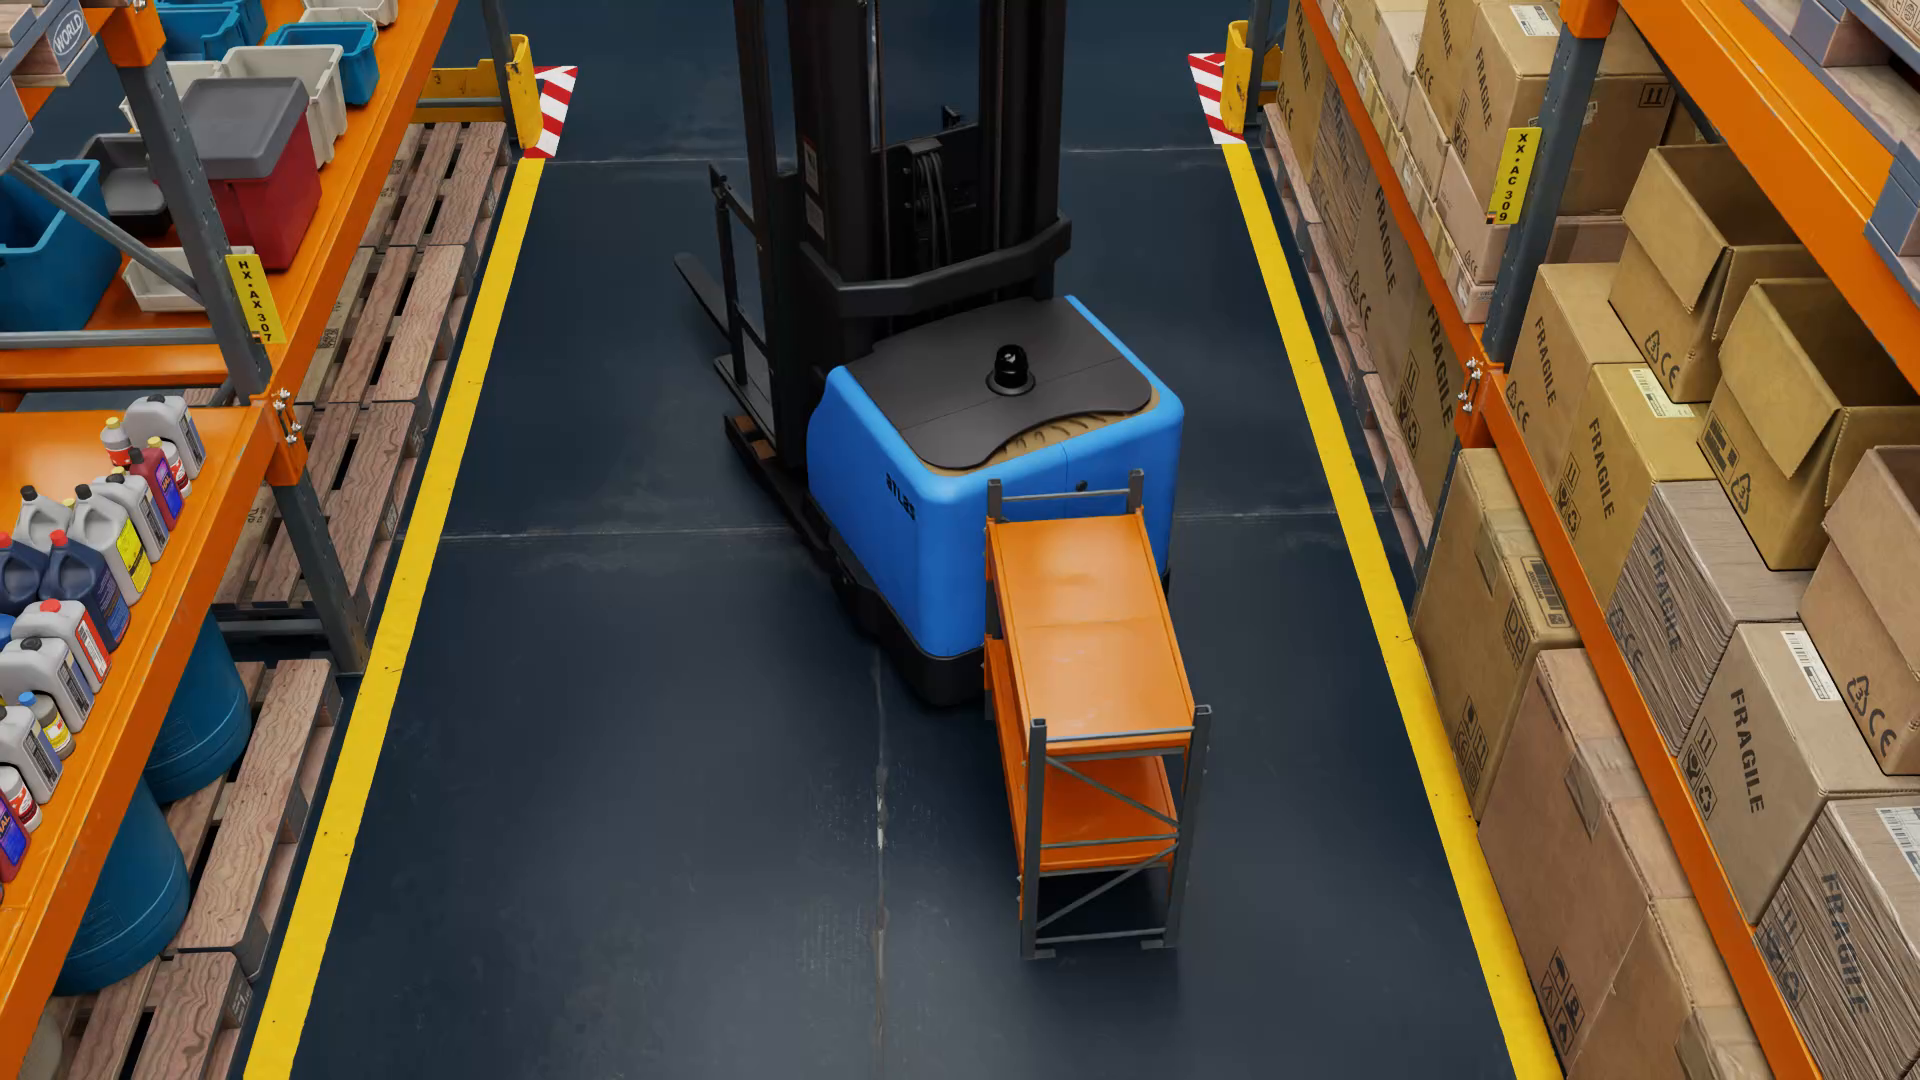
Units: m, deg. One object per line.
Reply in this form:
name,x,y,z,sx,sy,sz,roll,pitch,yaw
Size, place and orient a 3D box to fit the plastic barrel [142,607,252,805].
plastic barrel,-2.715,0.362,5.377,0.600,0.901,0.708,-2,43,-2

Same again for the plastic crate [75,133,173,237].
plastic crate,-3.037,-1.293,6.100,0.437,0.125,0.590,-2,43,-2

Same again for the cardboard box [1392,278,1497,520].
cardboard box,2.279,-0.586,6.431,0.875,0.875,0.875,-2,43,-2

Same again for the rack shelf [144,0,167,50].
rack shelf,-2.806,-2.815,5.914,1.077,0.370,4.000,-2,43,-2

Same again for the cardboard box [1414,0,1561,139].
cardboard box,1.923,-1.739,5.763,0.500,0.500,0.500,-1,43,-1

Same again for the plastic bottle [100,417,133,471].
plastic bottle,-2.505,-0.278,4.981,0.097,0.201,0.097,0,43,0

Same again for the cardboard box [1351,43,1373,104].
cardboard box,1.822,-1.910,6.800,0.380,0.149,0.250,-1,43,-1

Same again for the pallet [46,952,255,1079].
pallet,-2.675,1.751,4.683,1.003,0.211,1.213,-2,43,-2

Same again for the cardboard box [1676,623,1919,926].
cardboard box,2.067,0.540,3.867,0.500,0.500,0.500,-1,43,-1

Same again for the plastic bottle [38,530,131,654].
plastic bottle,-2.348,0.130,4.425,0.144,0.351,0.185,-2,43,-2

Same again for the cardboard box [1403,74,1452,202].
cardboard box,1.922,-1.461,6.015,0.500,0.250,0.500,0,43,-1

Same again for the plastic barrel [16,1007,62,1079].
plastic barrel,-2.751,1.367,4.569,0.421,0.512,0.421,0,43,0

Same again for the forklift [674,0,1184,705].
forklift,-0.352,-1.474,6.189,1.130,2.935,3.031,-20,46,-20

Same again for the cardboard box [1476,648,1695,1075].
cardboard box,2.313,0.896,4.814,1.225,0.875,0.875,-3,43,-3

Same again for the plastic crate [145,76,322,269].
plastic crate,-2.509,-1.280,5.835,0.402,0.464,0.583,-2,43,-2

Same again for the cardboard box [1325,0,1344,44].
cardboard box,1.800,-2.257,7.179,0.380,0.149,0.250,-2,43,-2

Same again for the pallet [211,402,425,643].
pallet,-2.791,-0.092,6.694,1.003,0.211,1.213,-2,43,-2

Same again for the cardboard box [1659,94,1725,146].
cardboard box,2.462,-1.428,5.424,0.500,0.500,0.500,-2,43,-2

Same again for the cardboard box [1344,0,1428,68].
cardboard box,1.882,-2.147,6.764,0.500,0.250,0.500,-2,43,-3

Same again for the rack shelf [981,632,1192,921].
rack shelf,0.391,0.735,5.477,0.538,0.278,1.000,-4,43,-4

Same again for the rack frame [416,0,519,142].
rack frame,-2.891,-3.325,8.158,1.000,3.000,0.127,-2,43,-2

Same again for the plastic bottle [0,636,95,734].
plastic bottle,-2.339,0.356,4.234,0.152,0.276,0.135,-2,43,-2

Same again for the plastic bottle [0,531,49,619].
plastic bottle,-2.492,0.134,4.421,0.144,0.351,0.185,-2,43,-2

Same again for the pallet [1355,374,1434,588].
pallet,2.273,-0.254,6.871,1.003,0.211,1.213,-2,43,-2

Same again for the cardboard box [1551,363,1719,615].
cardboard box,2.019,-0.146,4.616,0.500,0.500,0.500,-2,43,-2

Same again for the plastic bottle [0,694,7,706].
plastic bottle,-2.463,0.374,4.218,0.097,0.271,0.097,0,43,0

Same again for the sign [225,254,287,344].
sign,-2.172,-0.741,5.134,0.100,0.325,0.005,-2,43,-2

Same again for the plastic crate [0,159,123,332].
plastic crate,-3.082,-0.946,5.530,0.392,0.384,0.575,-2,43,-2

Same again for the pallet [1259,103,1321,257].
pallet,2.169,-1.902,8.668,1.003,0.211,1.213,-2,43,-2

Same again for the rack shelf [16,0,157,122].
rack shelf,-2.636,-0.115,2.968,1.077,0.370,4.000,-2,43,-2

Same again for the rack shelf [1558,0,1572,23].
rack shelf,2.142,-2.957,6.069,1.077,0.370,4.000,-2,43,-2

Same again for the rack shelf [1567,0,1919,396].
rack shelf,2.312,-0.257,3.123,1.077,0.370,4.000,-2,43,-2

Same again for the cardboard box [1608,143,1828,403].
cardboard box,2.263,-0.742,4.524,0.797,0.503,0.637,-3,43,-3

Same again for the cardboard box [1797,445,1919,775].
cardboard box,2.322,0.140,3.561,0.797,0.503,0.637,0,43,0

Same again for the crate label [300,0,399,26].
crate label,-2.642,-2.321,7.213,0.396,0.136,0.243,-2,43,-2

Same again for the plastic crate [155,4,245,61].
plastic crate,-3.141,-2.018,6.811,0.416,0.233,0.300,-2,43,-2

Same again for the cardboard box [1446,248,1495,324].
cardboard box,1.887,-0.871,5.666,0.380,0.149,0.250,-1,43,-2

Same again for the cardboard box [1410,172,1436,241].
cardboard box,1.865,-1.218,6.044,0.380,0.149,0.250,-2,43,-3

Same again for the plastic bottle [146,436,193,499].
plastic bottle,-2.349,-0.217,4.914,0.097,0.201,0.097,0,43,0

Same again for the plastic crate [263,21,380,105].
plastic crate,-2.548,-1.906,6.689,0.416,0.233,0.300,-2,43,-2

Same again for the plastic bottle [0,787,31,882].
plastic bottle,-2.274,0.665,3.891,0.061,0.283,0.133,-2,43,-2

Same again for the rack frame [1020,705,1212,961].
rack frame,0.443,0.897,4.939,0.500,1.125,0.032,-4,43,-4

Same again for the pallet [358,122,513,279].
pallet,-2.895,-1.739,8.491,1.003,0.211,1.213,-2,43,-2

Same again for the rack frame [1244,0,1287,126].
rack frame,2.057,-3.467,8.313,1.000,3.000,0.127,-2,43,-2

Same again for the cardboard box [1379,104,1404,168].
cardboard box,1.843,-1.565,6.424,0.380,0.149,0.250,-1,43,-1

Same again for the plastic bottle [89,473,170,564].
plastic bottle,-2.366,-0.075,4.704,0.152,0.276,0.135,-2,43,-2

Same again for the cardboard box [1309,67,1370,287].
cardboard box,2.203,-1.795,7.750,0.875,0.875,0.875,-2,43,-2

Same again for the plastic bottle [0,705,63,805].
plastic bottle,-2.329,0.512,4.063,0.152,0.276,0.135,-2,43,-2

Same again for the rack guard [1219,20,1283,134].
rack guard,2.056,-2.562,9.175,1.175,0.500,0.348,-2,43,-2

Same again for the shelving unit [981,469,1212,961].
shelving unit,0.391,0.555,5.312,0.538,1.125,1.048,-4,43,-4

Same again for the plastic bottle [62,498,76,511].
plastic bottle,-2.490,-0.032,4.712,0.097,0.201,0.097,0,43,0
